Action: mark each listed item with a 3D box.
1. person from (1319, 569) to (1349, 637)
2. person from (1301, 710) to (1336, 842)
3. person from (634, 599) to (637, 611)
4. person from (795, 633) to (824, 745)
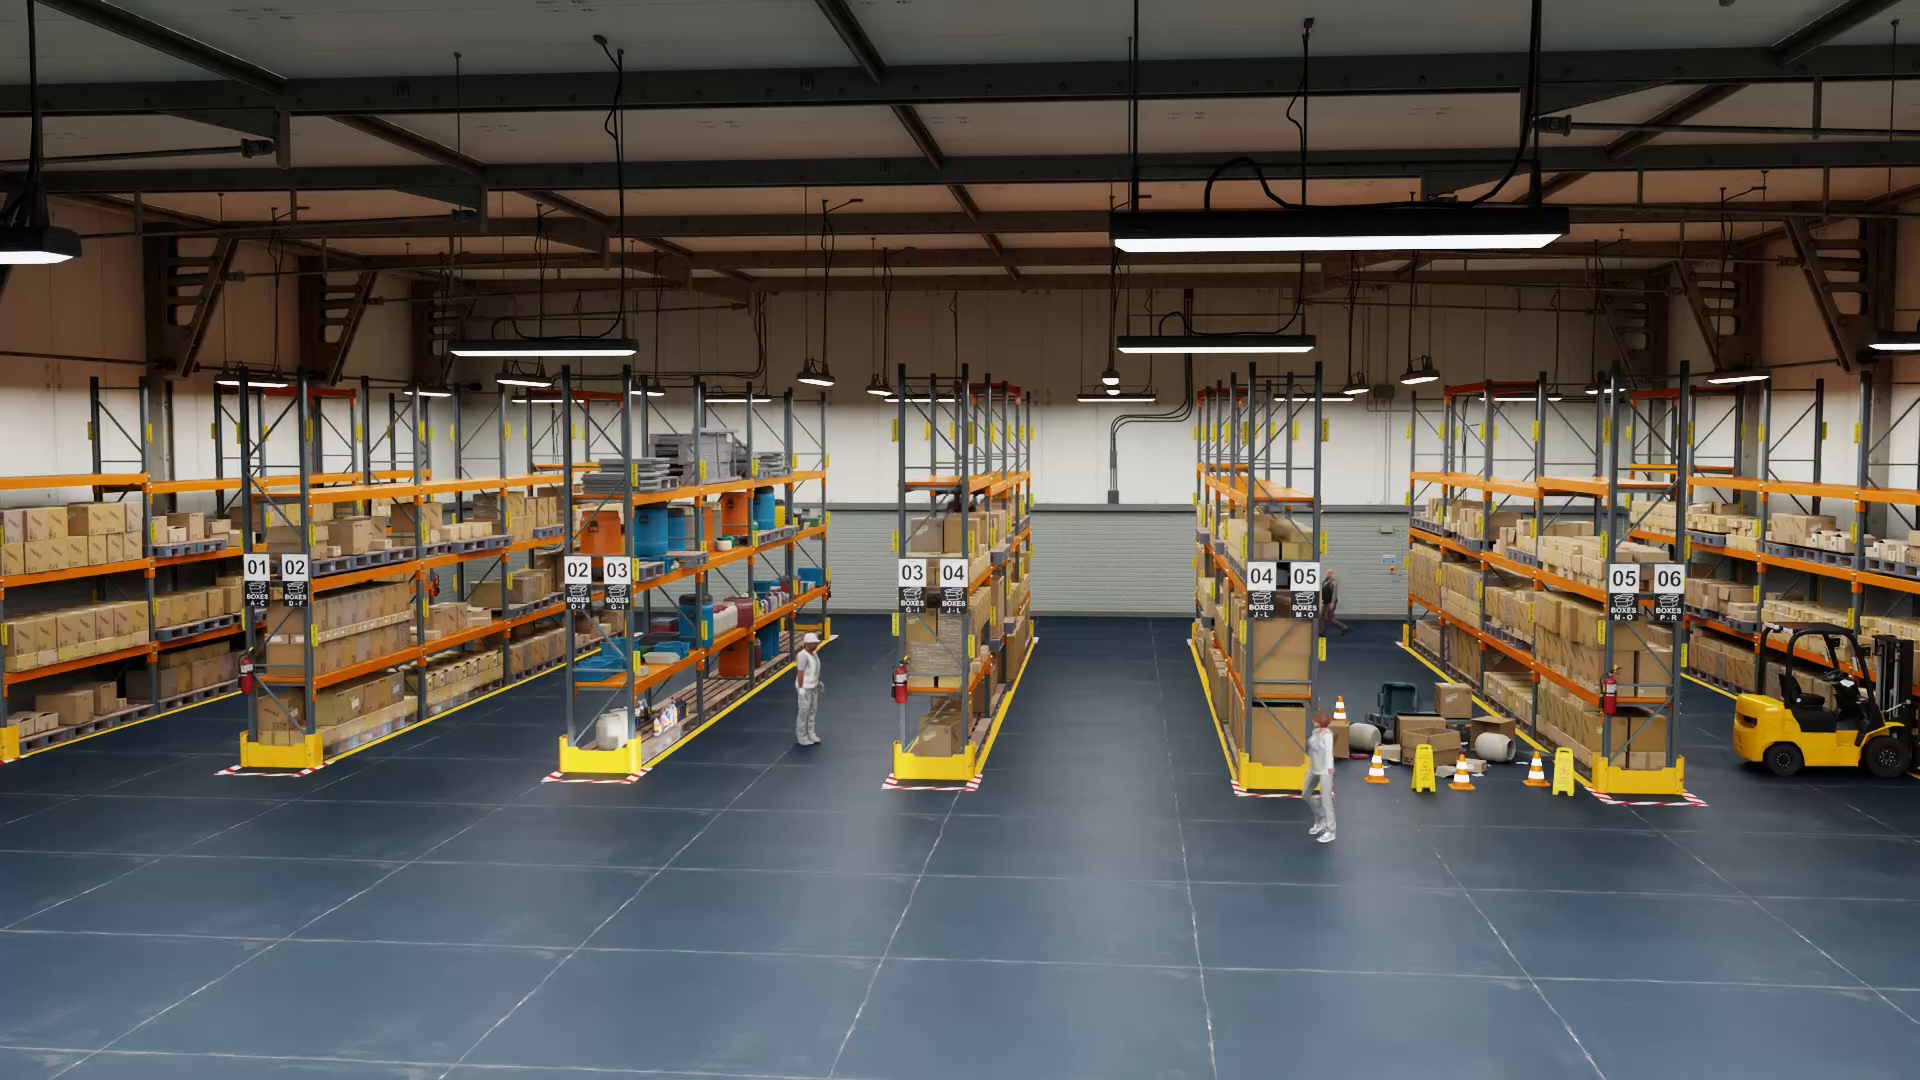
[{"bbox_3d":[9.043,1.544,40.590,0.845,1.682,0.557,0,4,0],"label":"person"},{"bbox_3d":[4.438,2.873,20.462,0.359,1.603,0.488,-1,4,-19],"label":"person"},{"bbox_3d":[-8.526,1.442,42.168,0.568,1.667,0.620,1,4,8],"label":"person"},{"bbox_3d":[-2.445,2.389,26.808,0.411,1.799,0.583,1,4,18],"label":"person"}]
